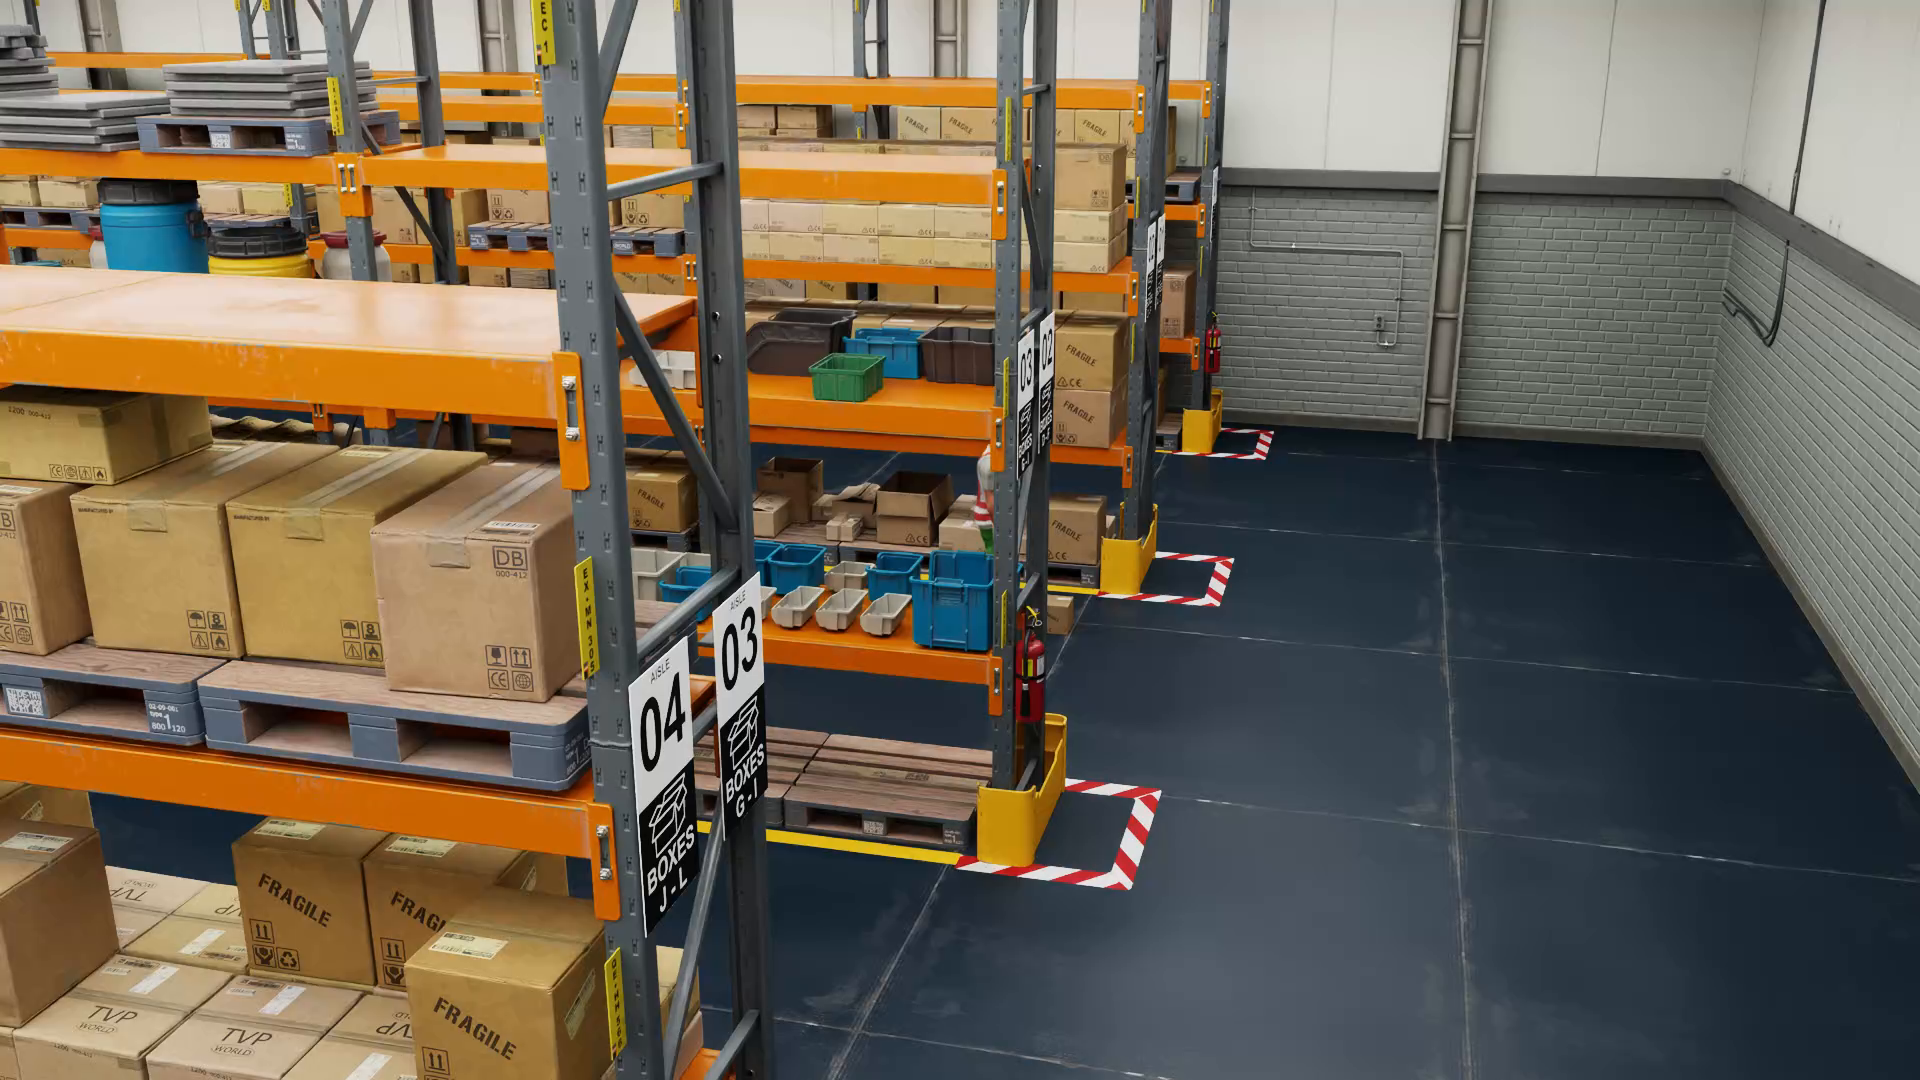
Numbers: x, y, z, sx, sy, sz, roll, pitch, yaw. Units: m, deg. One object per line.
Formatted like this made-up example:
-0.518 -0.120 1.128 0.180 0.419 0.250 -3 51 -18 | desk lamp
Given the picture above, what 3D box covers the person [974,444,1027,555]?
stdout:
0.344 -0.142 13.719 0.414 1.757 0.536 5 19 15 | person
